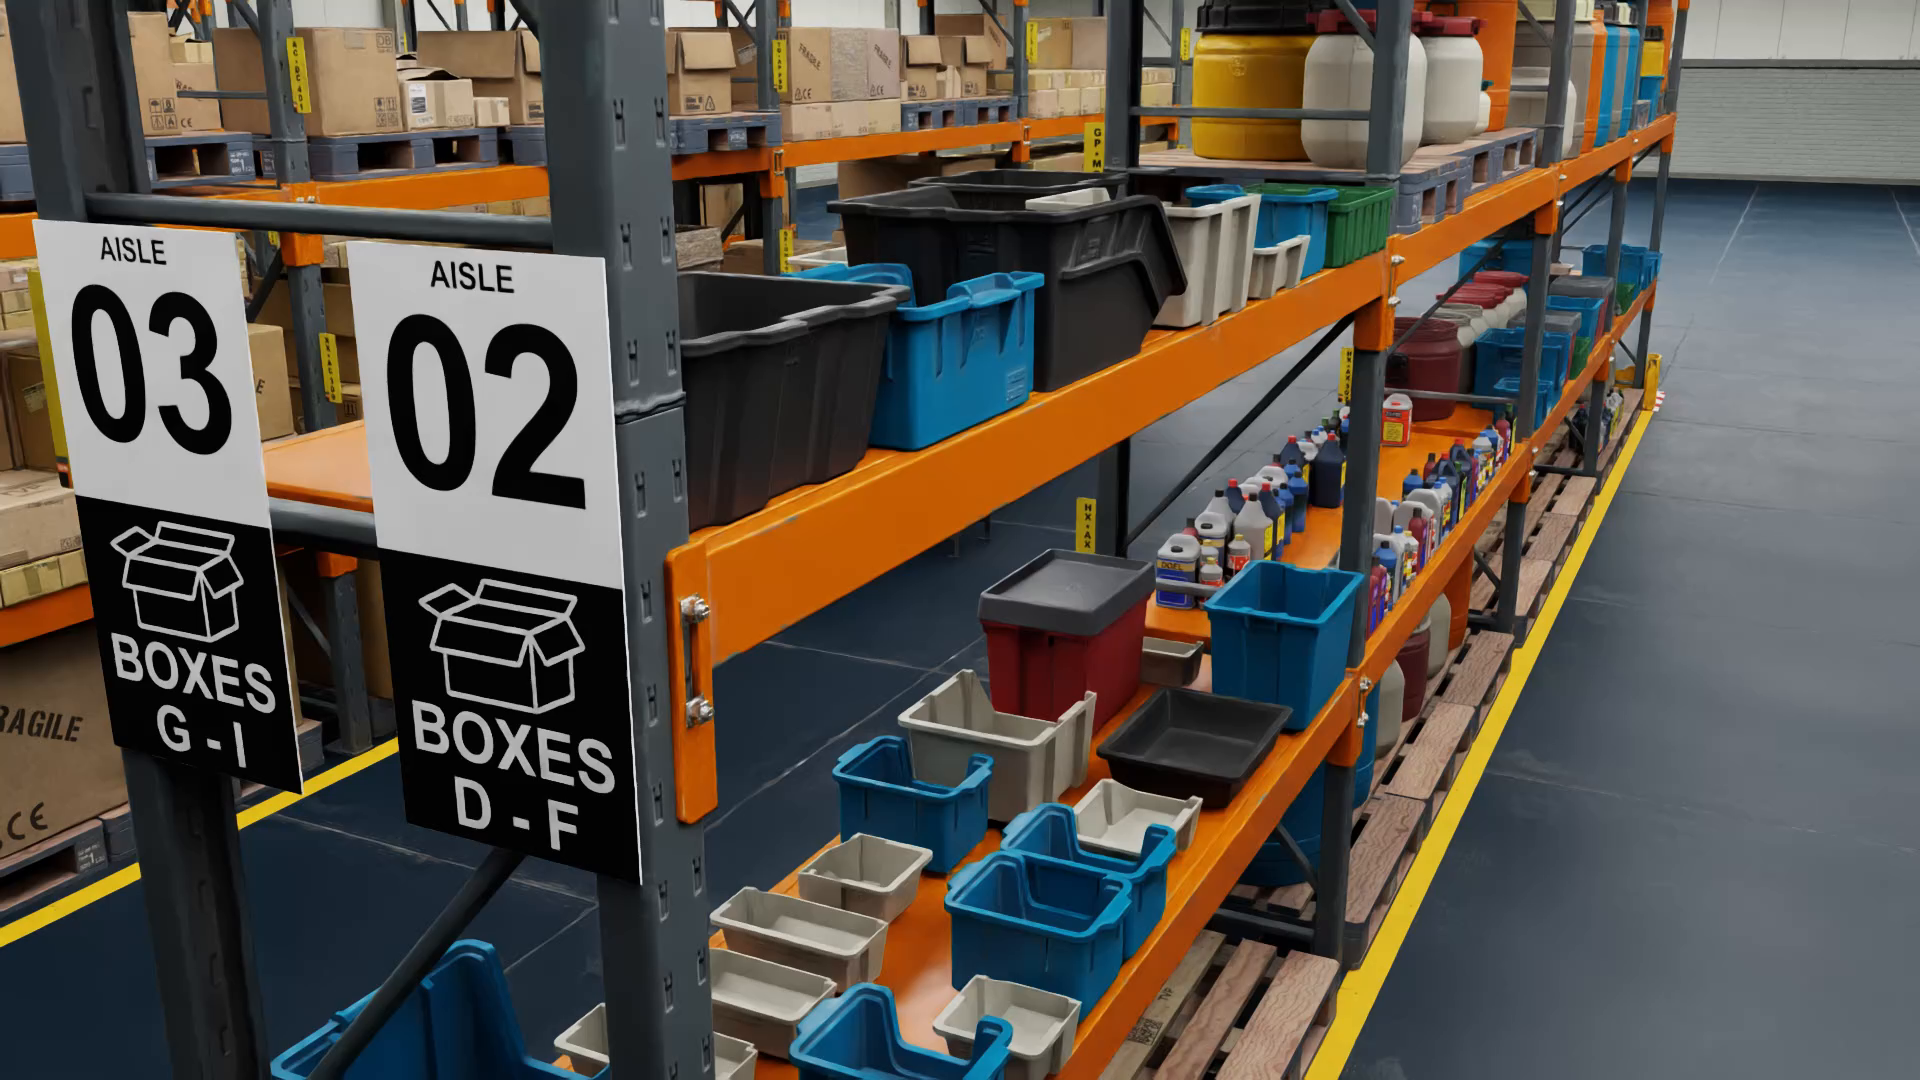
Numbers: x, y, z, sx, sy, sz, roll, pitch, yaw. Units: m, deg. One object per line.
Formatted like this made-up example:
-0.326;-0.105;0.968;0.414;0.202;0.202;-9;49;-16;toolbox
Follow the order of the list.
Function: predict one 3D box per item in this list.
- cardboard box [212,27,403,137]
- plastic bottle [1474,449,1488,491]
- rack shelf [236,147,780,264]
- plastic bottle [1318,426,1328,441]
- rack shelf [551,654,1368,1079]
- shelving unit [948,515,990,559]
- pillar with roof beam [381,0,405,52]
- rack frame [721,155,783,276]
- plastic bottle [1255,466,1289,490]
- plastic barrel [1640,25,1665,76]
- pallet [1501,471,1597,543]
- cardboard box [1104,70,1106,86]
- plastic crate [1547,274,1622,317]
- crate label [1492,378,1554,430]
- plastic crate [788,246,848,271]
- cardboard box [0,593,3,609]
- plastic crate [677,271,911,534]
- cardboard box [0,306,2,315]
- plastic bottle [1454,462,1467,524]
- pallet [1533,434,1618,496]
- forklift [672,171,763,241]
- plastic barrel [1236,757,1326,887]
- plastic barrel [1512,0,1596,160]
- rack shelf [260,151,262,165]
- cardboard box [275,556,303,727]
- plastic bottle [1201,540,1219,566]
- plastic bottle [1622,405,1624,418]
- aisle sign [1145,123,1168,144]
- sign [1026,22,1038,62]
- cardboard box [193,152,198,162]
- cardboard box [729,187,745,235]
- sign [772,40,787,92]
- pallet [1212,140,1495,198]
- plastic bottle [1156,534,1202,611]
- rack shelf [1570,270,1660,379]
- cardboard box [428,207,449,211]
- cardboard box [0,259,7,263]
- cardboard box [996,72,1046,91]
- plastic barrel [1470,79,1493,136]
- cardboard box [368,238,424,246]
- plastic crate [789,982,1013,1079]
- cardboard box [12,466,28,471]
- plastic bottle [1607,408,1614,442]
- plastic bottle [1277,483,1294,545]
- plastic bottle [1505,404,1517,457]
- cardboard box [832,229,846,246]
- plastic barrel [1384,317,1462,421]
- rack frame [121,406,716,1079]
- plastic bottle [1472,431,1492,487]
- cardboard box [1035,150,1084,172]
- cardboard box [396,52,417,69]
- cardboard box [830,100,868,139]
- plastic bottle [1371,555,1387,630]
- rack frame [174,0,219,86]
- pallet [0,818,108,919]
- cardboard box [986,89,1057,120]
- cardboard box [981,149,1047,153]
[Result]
-3.206;-2.261;8.188;0.700;0.500;0.500;9;19;27;cardboard box
2.574;-0.352;8.289;0.097;0.201;0.097;0;17;0;plastic bottle
-2.563;-2.028;9.578;1.077;0.370;4.000;8;18;25;rack shelf
1.834;-0.447;8.485;0.097;0.271;0.097;0;17;0;plastic bottle
0.081;1.059;4.453;1.077;0.370;4.000;8;18;25;rack shelf
-0.074;-0.964;11.583;0.431;2.100;0.503;8;18;25;shelving unit
-5.987;-9.167;27.083;9.100;9.000;0.400;8;18;25;pillar with roof beam
-1.669;-1.444;11.618;1.000;3.000;0.127;8;18;25;rack frame
1.414;-0.192;7.620;0.152;0.276;0.135;8;18;25;plastic bottle
5.941;-4.275;14.812;0.600;0.588;0.600;0;17;0;plastic barrel
4.233;-0.291;12.634;1.003;0.211;1.213;8;18;25;pallet
1.309;-4.534;16.317;0.380;0.149;0.250;7;18;23;cardboard box
4.897;-1.920;13.330;0.767;0.338;0.504;8;18;25;plastic crate
3.285;-0.793;9.721;0.303;0.233;0.416;8;18;25;crate label
-0.111;-0.646;4.125;0.437;0.136;0.530;8;18;25;plastic crate
-3.988;0.207;6.502;0.380;0.149;0.250;8;19;26;cardboard box
-0.391;-0.214;2.438;0.497;0.269;0.590;8;18;25;plastic crate
-6.798;-1.615;11.374;0.380;0.149;0.250;9;19;28;cardboard box
2.310;-0.229;7.730;0.061;0.283;0.133;8;18;25;plastic bottle
4.887;-0.662;13.882;1.003;0.211;1.213;8;18;25;pallet
-2.321;-2.347;14.778;1.130;2.935;3.031;-11;20;-33;forklift
1.233;0.873;6.764;0.600;0.901;0.708;8;18;25;plastic barrel
3.323;-2.674;9.609;0.600;0.901;0.600;0;17;0;plastic barrel
-5.168;-3.703;15.220;1.077;0.370;4.000;8;18;25;rack shelf
-3.823;0.550;7.899;0.875;0.875;0.875;8;18;25;cardboard box
1.003;0.099;6.770;0.097;0.201;0.097;0;17;0;plastic bottle
5.908;-1.198;14.930;0.097;0.201;0.097;0;17;0;plastic bottle
2.202;-4.706;18.033;0.394;0.787;0.004;8;18;25;aisle sign
0.616;-4.268;14.257;0.100;0.325;0.005;8;18;25;sign
-11.307;-5.608;24.323;0.380;0.149;0.250;8;18;26;cardboard box
-2.838;-3.967;19.850;0.875;0.550;0.550;8;18;25;cardboard box
-1.176;-3.095;10.861;0.100;0.325;0.005;8;18;25;sign
1.742;-1.644;7.354;1.003;0.211;1.213;8;18;25;pallet
0.861;0.123;6.560;0.152;0.276;0.135;8;18;25;plastic bottle
5.443;-1.997;14.744;1.077;0.370;4.000;8;18;25;rack shelf
-5.171;-3.131;15.367;0.700;0.500;0.500;8;18;25;cardboard box
-7.142;-1.976;12.067;0.380;0.149;0.250;8;18;25;cardboard box
0.539;-4.064;14.733;0.380;0.149;0.250;8;18;24;cardboard box
2.414;-2.095;8.047;0.301;0.262;0.301;0;17;0;plastic barrel
-5.169;-2.487;14.954;0.500;0.500;0.500;8;18;25;cardboard box
-0.114;1.087;3.286;0.416;0.233;0.300;8;18;25;plastic crate
-4.127;-0.284;7.452;0.500;0.250;0.500;8;18;25;cardboard box
5.477;-0.979;14.051;0.061;0.283;0.133;9;19;28;plastic bottle
1.430;-0.120;7.385;0.097;0.271;0.097;0;17;0;plastic bottle
2.963;-0.601;8.984;0.061;0.283;0.133;8;18;25;plastic bottle
-0.574;-2.260;13.448;0.797;0.503;0.637;10;19;31;cardboard box
2.698;-1.036;10.005;0.600;0.536;0.708;8;18;25;plastic barrel
-0.813;1.224;2.636;1.000;3.000;0.127;8;18;25;rack frame
2.618;-0.410;8.362;0.097;0.271;0.097;0;17;0;plastic bottle
0.993;-3.470;15.985;0.500;0.500;0.500;8;18;25;cardboard box
-5.088;-4.160;14.738;0.500;0.311;0.500;8;18;24;cardboard box
-1.002;-3.028;11.946;0.500;0.250;0.500;9;19;27;cardboard box
1.580;0.188;6.329;0.061;0.283;0.133;8;18;25;plastic bottle
-8.747;-6.600;18.439;1.000;3.000;0.127;8;18;25;rack frame
-4.410;1.407;6.916;1.003;0.211;1.213;8;18;25;pallet
0.548;-3.911;14.919;0.500;0.250;0.500;7;18;23;cardboard box
0.520;-3.537;16.211;0.500;0.500;0.500;8;18;25;cardboard box
